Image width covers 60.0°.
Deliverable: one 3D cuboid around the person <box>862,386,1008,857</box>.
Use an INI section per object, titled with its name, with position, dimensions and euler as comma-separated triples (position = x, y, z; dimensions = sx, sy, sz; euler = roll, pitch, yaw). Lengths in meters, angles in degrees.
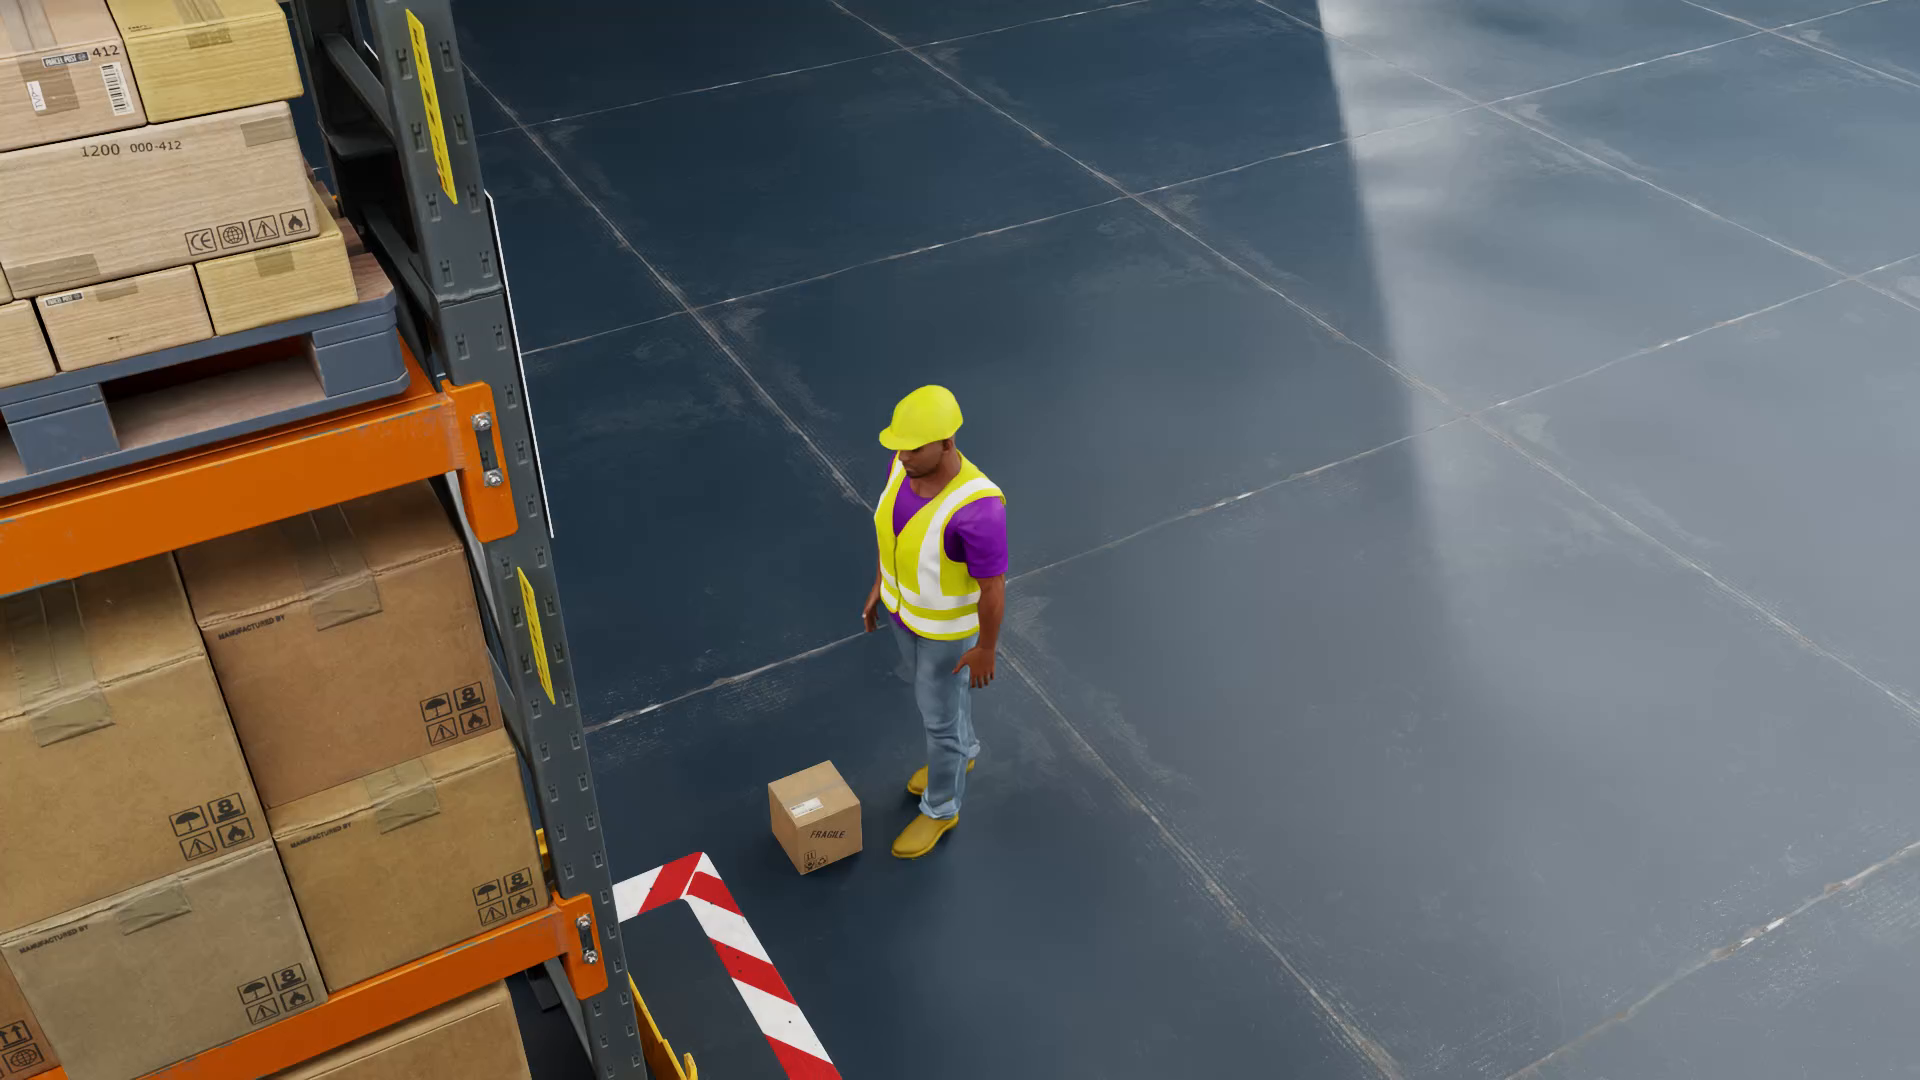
[person]
position = -0.111, 0.270, 5.757
dimensions = 0.544, 1.780, 0.592
euler = -23, 42, -28
